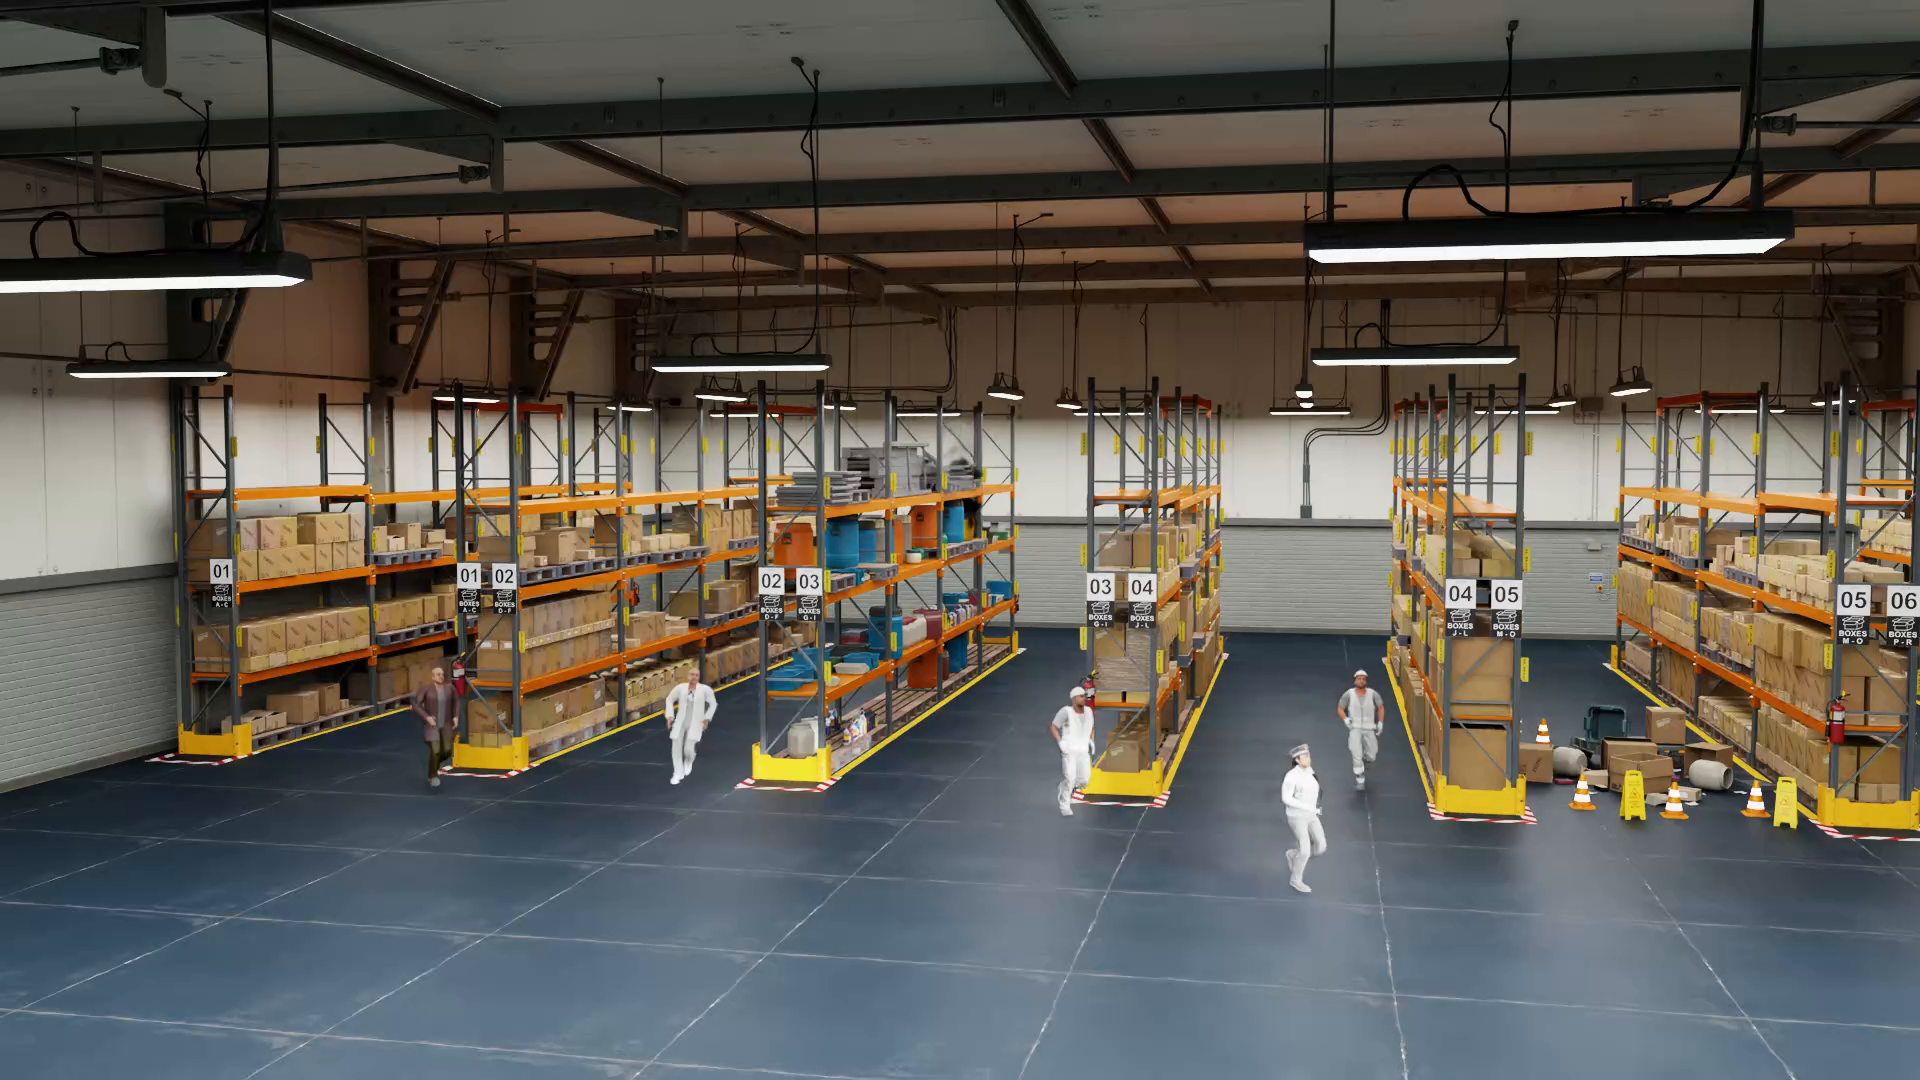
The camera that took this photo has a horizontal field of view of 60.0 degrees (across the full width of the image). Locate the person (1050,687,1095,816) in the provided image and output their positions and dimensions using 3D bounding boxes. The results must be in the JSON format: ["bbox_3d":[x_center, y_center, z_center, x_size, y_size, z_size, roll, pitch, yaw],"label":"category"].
[{"bbox_3d":[1.563,2.869,22.756,0.713,1.716,0.574,-2,4,-27],"label":"person"}]

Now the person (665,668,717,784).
[{"bbox_3d":[-4.036,2.767,24.861,0.763,1.728,0.587,0,3,3],"label":"person"}]

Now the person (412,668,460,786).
[{"bbox_3d":[-7.767,2.760,24.744,0.752,1.739,0.667,-3,4,-41],"label":"person"}]

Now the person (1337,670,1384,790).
[{"bbox_3d":[5.906,2.776,24.513,0.676,1.725,0.675,0,3,6],"label":"person"}]

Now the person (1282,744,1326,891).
[{"bbox_3d":[3.891,3.126,18.785,0.658,1.661,0.537,-3,4,-41],"label":"person"}]
